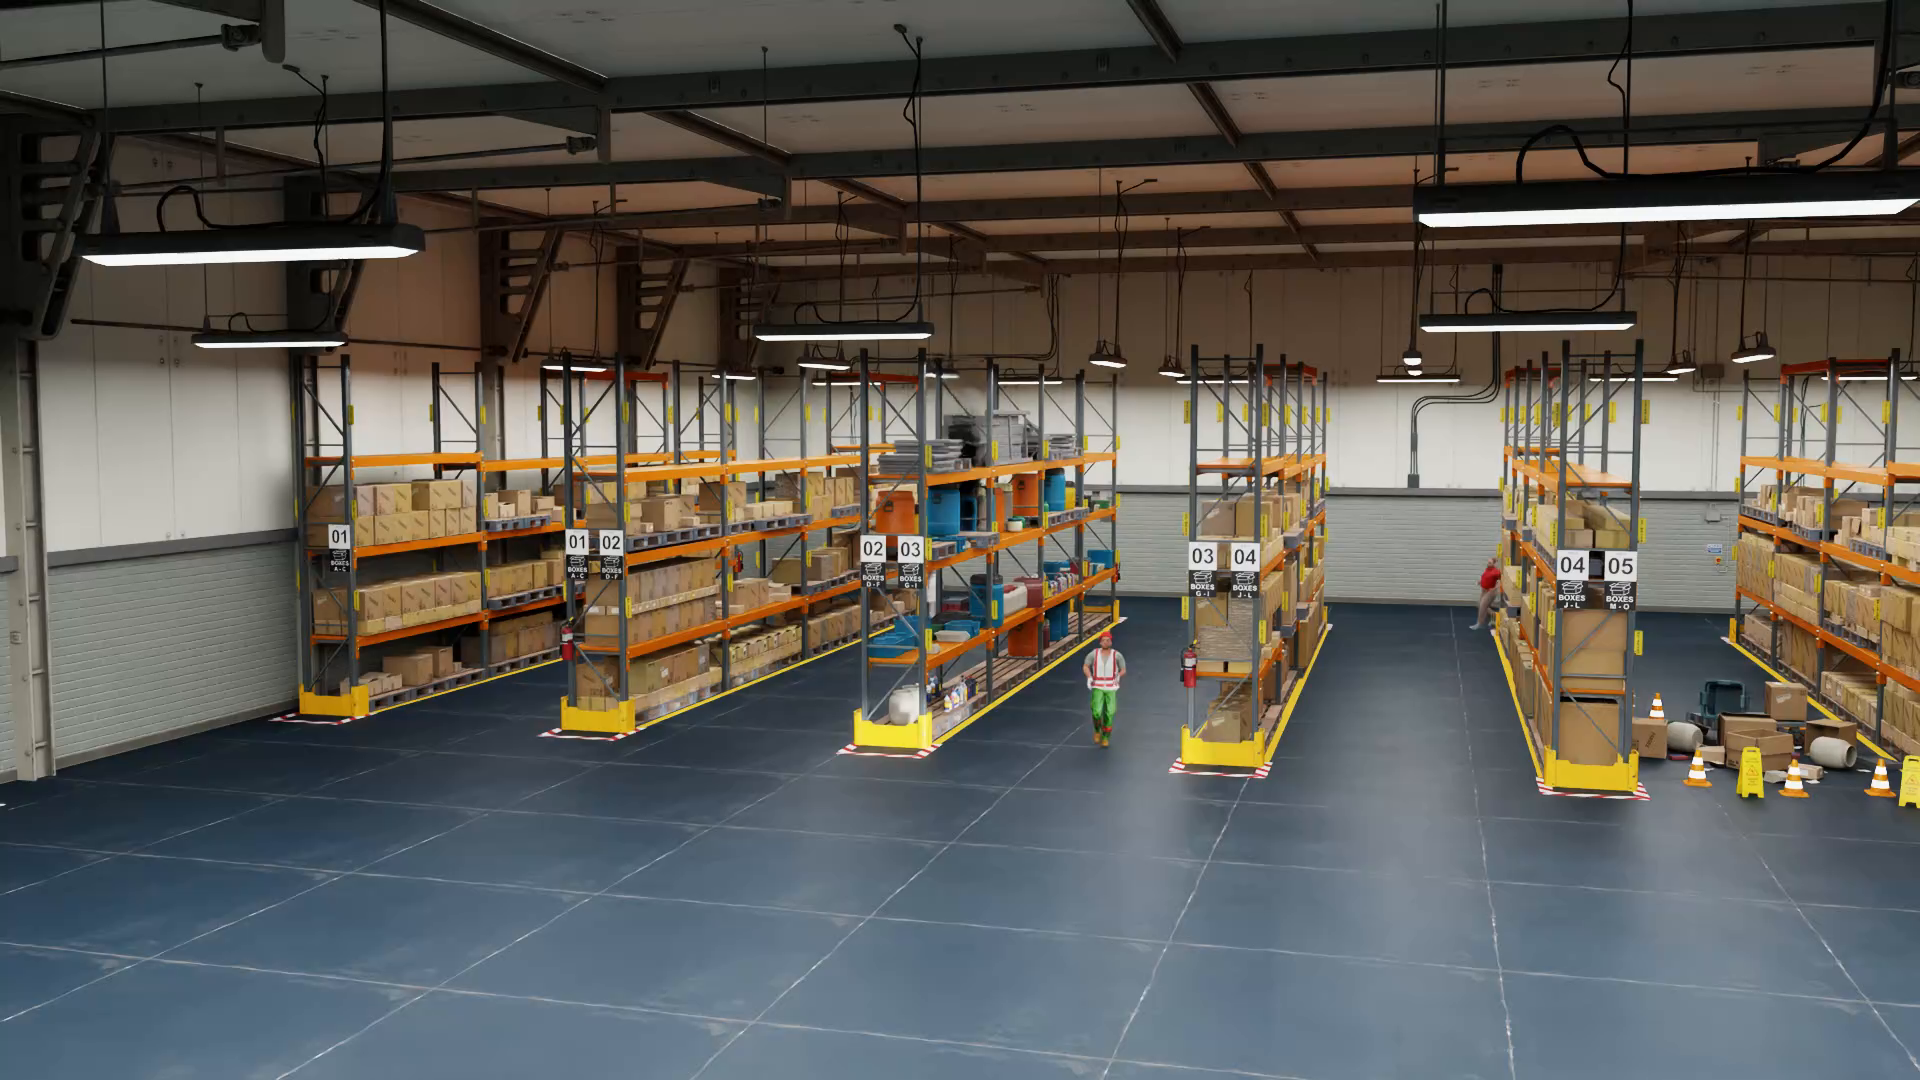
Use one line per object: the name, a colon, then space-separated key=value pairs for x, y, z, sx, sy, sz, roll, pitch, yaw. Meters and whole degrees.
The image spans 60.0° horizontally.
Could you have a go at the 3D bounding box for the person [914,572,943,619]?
person: x=-0.710 y=1.375 z=36.776 sx=0.624 sy=1.822 sz=1.009 roll=1 pitch=4 yaw=11

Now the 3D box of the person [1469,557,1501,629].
person: x=12.354 y=1.254 z=38.760 sx=0.739 sy=1.706 sz=0.722 roll=-1 pitch=4 yaw=-10

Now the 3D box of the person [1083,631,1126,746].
person: x=2.169 y=2.247 z=24.984 sx=0.649 sy=1.740 sz=0.579 roll=0 pitch=4 yaw=5
